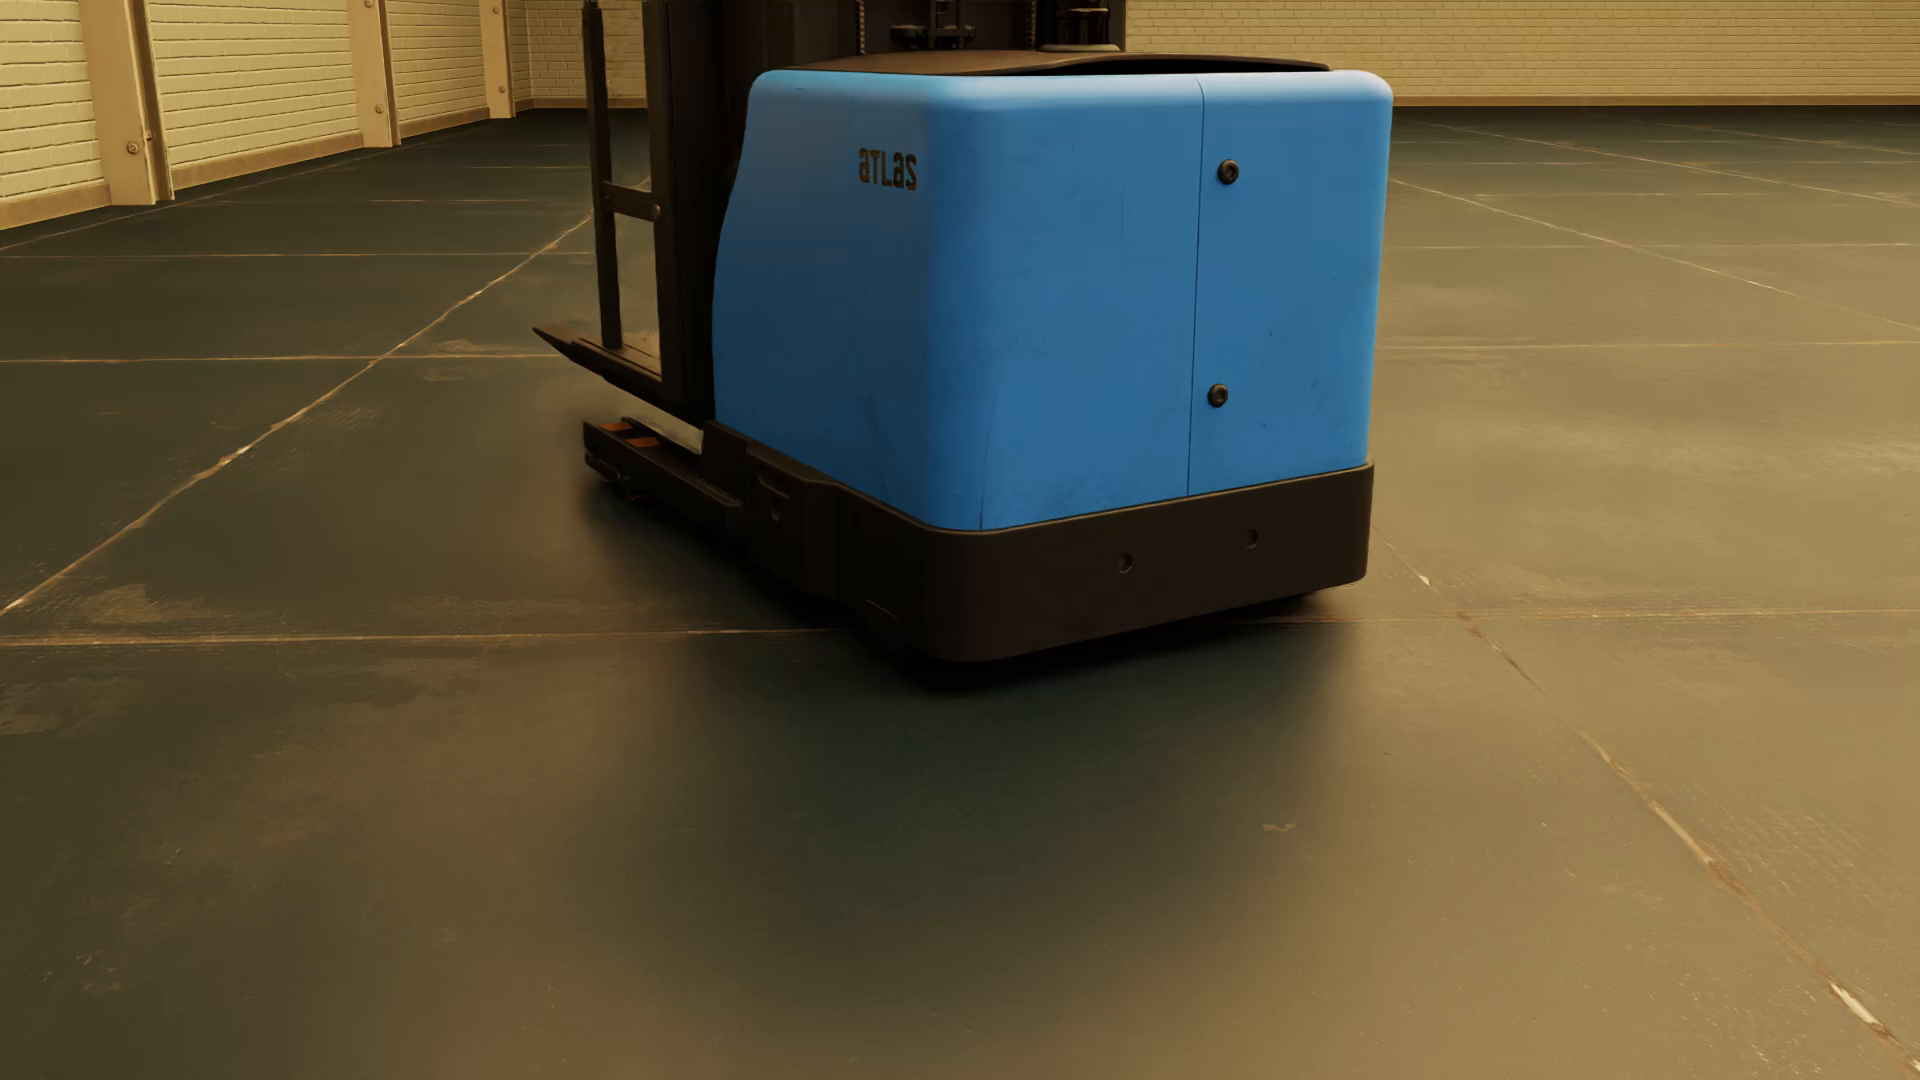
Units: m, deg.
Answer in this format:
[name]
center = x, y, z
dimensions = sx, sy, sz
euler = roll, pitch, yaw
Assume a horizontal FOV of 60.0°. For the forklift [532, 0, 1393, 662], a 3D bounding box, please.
[forklift]
center = -0.341, -1.562, 4.014
dimensions = 1.130, 2.935, 3.031
euler = -10, 20, -29
